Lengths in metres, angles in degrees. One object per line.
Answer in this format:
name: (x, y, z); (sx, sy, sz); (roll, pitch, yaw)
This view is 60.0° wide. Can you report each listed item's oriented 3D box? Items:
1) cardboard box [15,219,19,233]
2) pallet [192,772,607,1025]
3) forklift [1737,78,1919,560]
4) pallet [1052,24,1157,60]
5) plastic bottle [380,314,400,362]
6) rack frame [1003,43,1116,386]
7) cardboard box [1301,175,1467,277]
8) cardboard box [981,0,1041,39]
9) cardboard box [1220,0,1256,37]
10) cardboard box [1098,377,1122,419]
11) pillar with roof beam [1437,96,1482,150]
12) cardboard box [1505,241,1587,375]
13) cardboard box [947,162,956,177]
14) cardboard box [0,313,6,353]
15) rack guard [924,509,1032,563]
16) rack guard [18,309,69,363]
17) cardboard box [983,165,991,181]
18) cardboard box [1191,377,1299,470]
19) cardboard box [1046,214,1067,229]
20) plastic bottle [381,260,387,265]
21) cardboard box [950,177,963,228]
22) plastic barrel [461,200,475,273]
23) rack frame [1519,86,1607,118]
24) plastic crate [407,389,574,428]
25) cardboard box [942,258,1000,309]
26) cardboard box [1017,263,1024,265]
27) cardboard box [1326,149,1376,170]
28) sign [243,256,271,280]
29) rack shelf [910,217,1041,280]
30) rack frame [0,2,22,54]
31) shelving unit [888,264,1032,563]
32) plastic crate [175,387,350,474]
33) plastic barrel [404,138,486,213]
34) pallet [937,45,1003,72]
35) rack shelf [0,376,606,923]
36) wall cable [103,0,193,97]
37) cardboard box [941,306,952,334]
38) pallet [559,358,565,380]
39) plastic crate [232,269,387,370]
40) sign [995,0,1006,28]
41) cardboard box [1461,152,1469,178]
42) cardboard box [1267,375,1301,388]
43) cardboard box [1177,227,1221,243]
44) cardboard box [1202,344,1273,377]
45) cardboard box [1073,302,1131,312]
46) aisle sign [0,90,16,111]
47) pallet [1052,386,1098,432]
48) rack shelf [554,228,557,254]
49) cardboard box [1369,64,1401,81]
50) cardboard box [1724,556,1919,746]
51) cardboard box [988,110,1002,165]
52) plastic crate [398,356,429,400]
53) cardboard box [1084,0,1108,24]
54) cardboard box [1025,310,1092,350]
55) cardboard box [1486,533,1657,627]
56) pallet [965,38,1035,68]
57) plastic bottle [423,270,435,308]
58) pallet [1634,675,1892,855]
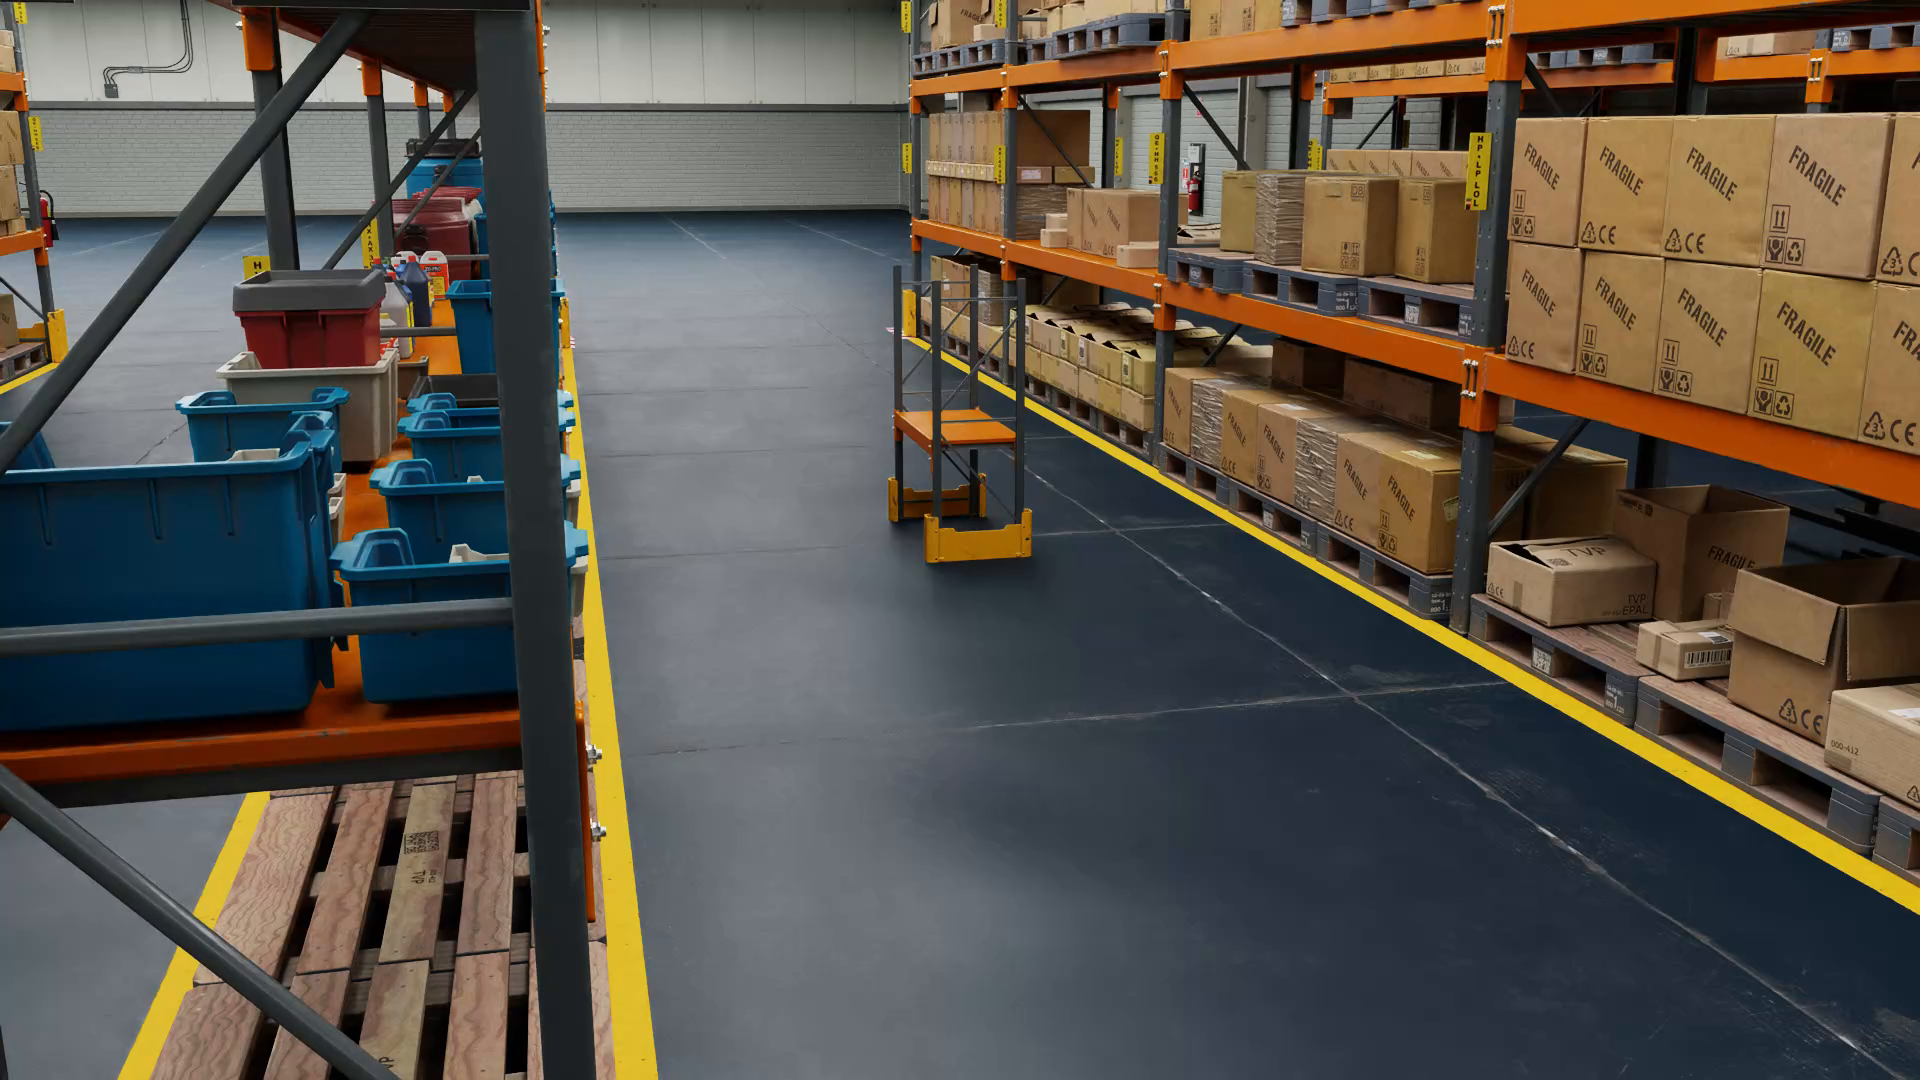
cardboard box: (-9.352, -3.039, 16.074); (0.380, 0.149, 0.250); (-3, 14, -13)
pallet: (-1.545, 1.023, 4.793); (1.003, 0.211, 1.213); (-3, 14, -13)
forklift: (5.171, -1.170, 8.040); (1.130, 2.935, 3.031); (-3, 14, -12)
pallet: (1.319, -3.753, 12.548); (1.003, 0.211, 1.213); (-3, 14, -11)
plastic bottle: (-2.421, -0.853, 7.015); (0.097, 0.201, 0.097); (0, 14, 0)
rack frame: (0.892, -2.901, 14.982); (1.000, 3.000, 0.127); (-3, 14, -13)
cardboard box: (2.296, -1.713, 9.021); (0.700, 0.500, 0.500); (-7, 16, -27)
cardboard box: (0.628, -5.068, 16.132); (0.797, 0.503, 0.637); (-2, 14, -7)
cardboard box: (2.086, -3.268, 9.952); (0.910, 0.500, 0.500); (-3, 14, -13)
cardboard box: (1.346, -1.073, 12.409); (0.500, 0.250, 0.500); (-3, 14, -14)
pillar with roof beam: (1.587, -6.662, 17.735); (9.100, 9.000, 0.400); (-3, 14, -13)
cardboard box: (2.625, -0.972, 6.873); (0.500, 0.500, 0.500); (-3, 14, -12)
cardboard box: (0.079, -3.847, 17.276); (0.380, 0.149, 0.250); (-4, 14, -15)
cardboard box: (-9.374, -1.982, 15.600); (0.500, 0.500, 0.500); (0, 14, 2)
rack guard: (0.099, -0.024, 8.999); (0.587, 0.250, 0.087); (-3, 14, -13)
rack guard: (-9.660, -2.041, 16.728); (1.175, 0.500, 0.348); (-3, 14, -13)
cardboard box: (0.437, -3.494, 15.830); (0.380, 0.149, 0.250); (-3, 14, -13)
cardboard box: (1.789, -0.737, 10.462); (0.500, 0.500, 0.500); (-4, 14, -15)
cardboard box: (1.050, -2.717, 14.545); (0.500, 0.250, 0.500); (-2, 14, -10)
plastic bottle: (-3.047, -1.335, 8.819); (0.061, 0.283, 0.133); (-3, 14, -13)
cardboard box: (0.288, -3.529, 17.339); (0.700, 0.500, 0.500); (-3, 14, -13)
plastic barrel: (-3.434, -1.983, 10.988); (0.421, 0.512, 0.421); (0, 14, 0)
rack frame: (5.706, -3.178, 16.116); (1.000, 3.000, 0.127); (-3, 14, -13)
plastic crate: (-1.223, -0.254, 4.372); (0.416, 0.233, 0.300); (-3, 14, -13)
cardboard box: (0.111, -2.691, 17.449); (0.500, 0.500, 0.500); (-3, 14, -13)
cardboard box: (0.733, -2.604, 17.095); (0.500, 0.500, 0.500); (-3, 14, -13)
cardboard box: (4.587, -4.275, 19.300); (0.500, 0.500, 0.500); (-3, 14, -13)
sign: (-2.580, -0.885, 6.145); (0.100, 0.325, 0.005); (-3, 14, -13)
rack shelf: (0.422, -3.013, 16.956); (1.077, 0.370, 4.000); (-3, 14, -13)
rack frame: (-9.678, -6.187, 15.791); (1.000, 3.000, 0.127); (-3, 14, -13)
shelving unit: (-0.018, -0.746, 9.321); (0.587, 1.500, 1.083); (-3, 14, -13)
plastic crate: (-1.837, -0.265, 4.418); (0.416, 0.233, 0.300); (-3, 14, -13)
plastic barrel: (-4.128, -2.764, 13.362); (0.600, 0.901, 0.708); (-3, 14, -13)
pallet: (0.383, -4.792, 16.586); (1.003, 0.211, 1.213); (-3, 14, -13)
rack shelf: (-1.575, 0.030, 4.499); (1.077, 0.370, 4.000); (-3, 14, -13)
wall cable: (-22.068, -14.998, 44.689); (2.305, 6.003, 0.169); (-3, 14, -13)
cardboard box: (0.100, -2.326, 17.535); (0.500, 0.250, 0.500); (-3, 14, -13)
pallet: (-4.041, -1.429, 14.830); (1.003, 0.211, 1.213); (-3, 14, -13)
plastic crate: (-2.079, -0.621, 5.387); (0.402, 0.464, 0.583); (-3, 14, -13)
sign: (0.353, -4.617, 14.428); (0.100, 0.325, 0.005); (-3, 14, -13)
cardboard box: (5.294, -3.571, 16.418); (0.500, 0.500, 0.500); (-3, 14, -13)
cardboard box: (2.279, -0.775, 10.620); (0.500, 0.500, 0.500); (-3, 14, -11)
cardboard box: (1.788, -2.022, 11.569); (0.500, 0.311, 0.500); (-2, 14, -10)
cardboard box: (1.994, -1.256, 11.977); (0.500, 0.311, 0.500); (-3, 14, -11)
cardboard box: (1.265, -1.965, 14.875); (0.500, 0.311, 0.500); (-3, 14, -13)
aisle sign: (-9.401, -4.567, 16.321); (0.394, 0.787, 0.004); (-3, 14, -13)
pallet: (1.393, -1.097, 13.472); (1.003, 0.211, 1.213); (-3, 14, -13)
rack shelf: (-4.394, -2.738, 15.830); (1.077, 0.370, 4.000); (-3, 14, -13)
cardboard box: (4.819, -5.280, 18.145); (0.500, 0.500, 0.500); (-3, 14, -11)
cardboard box: (3.217, 0.376, 5.900); (0.797, 0.503, 0.637); (-3, 14, -13)
cardboard box: (0.661, -3.799, 15.711); (0.700, 0.500, 0.500); (-3, 14, -13)
plastic crate: (-2.075, -0.566, 5.854); (0.396, 0.136, 0.243); (-3, 14, -13)
cardboard box: (1.281, -4.045, 12.775); (0.500, 0.250, 0.500); (-5, 14, -18)
cardboard box: (0.859, -1.817, 14.271); (0.500, 0.311, 0.500); (-3, 14, -14)
cardboard box: (2.659, 0.146, 7.250); (0.500, 0.311, 0.500); (-3, 14, -13)
pallet: (0.666, -4.511, 15.436); (1.003, 0.211, 1.213); (-3, 14, -13)
plastic bottle: (-2.972, -1.394, 9.229); (0.097, 0.201, 0.097); (0, 14, 0)
pallet: (3.221, 0.739, 5.956); (1.003, 0.211, 1.213); (-3, 14, -13)
